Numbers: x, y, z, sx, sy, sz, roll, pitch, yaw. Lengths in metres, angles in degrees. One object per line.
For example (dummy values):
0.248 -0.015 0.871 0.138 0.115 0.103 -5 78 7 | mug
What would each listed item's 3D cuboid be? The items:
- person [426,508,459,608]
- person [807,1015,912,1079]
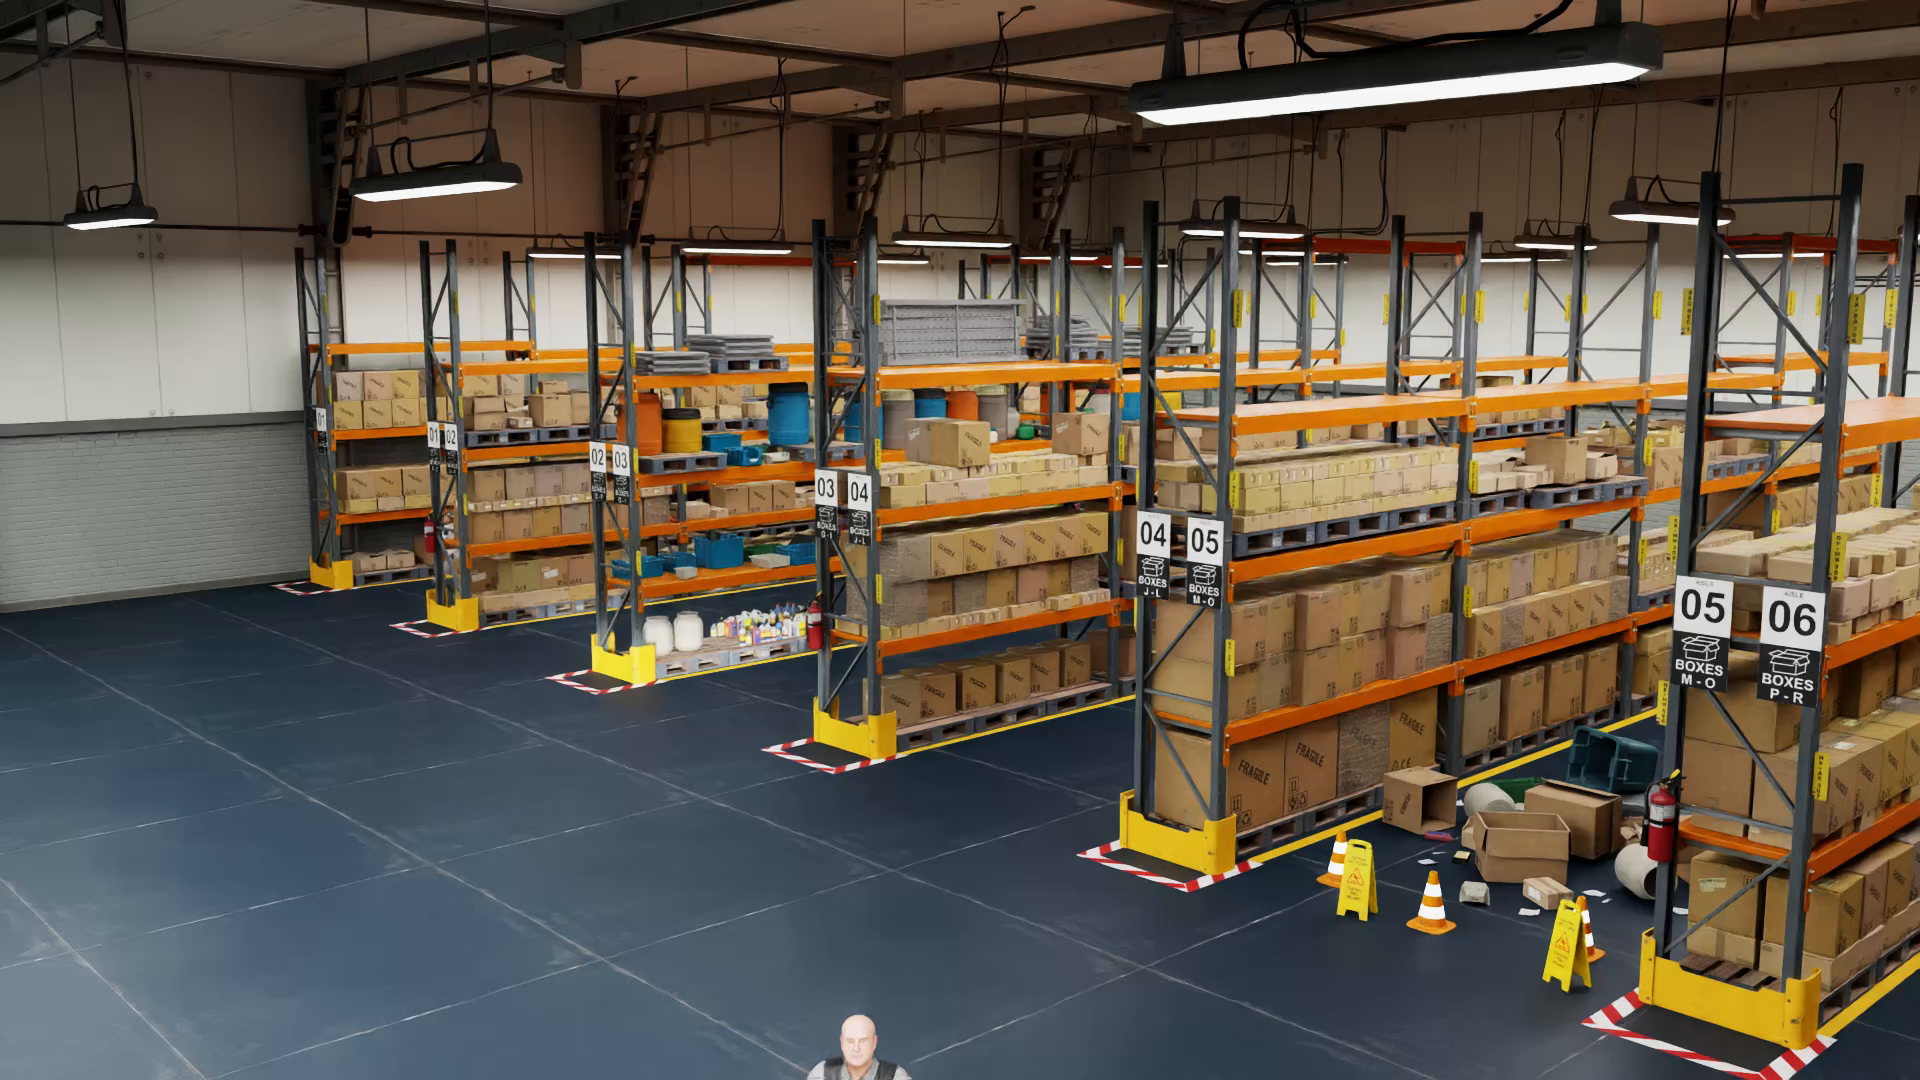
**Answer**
-8.584 0.297 27.738 0.724 1.642 0.625 -7 11 -39 | person
-0.491 3.143 8.157 0.669 1.712 0.763 0 8 2 | person
